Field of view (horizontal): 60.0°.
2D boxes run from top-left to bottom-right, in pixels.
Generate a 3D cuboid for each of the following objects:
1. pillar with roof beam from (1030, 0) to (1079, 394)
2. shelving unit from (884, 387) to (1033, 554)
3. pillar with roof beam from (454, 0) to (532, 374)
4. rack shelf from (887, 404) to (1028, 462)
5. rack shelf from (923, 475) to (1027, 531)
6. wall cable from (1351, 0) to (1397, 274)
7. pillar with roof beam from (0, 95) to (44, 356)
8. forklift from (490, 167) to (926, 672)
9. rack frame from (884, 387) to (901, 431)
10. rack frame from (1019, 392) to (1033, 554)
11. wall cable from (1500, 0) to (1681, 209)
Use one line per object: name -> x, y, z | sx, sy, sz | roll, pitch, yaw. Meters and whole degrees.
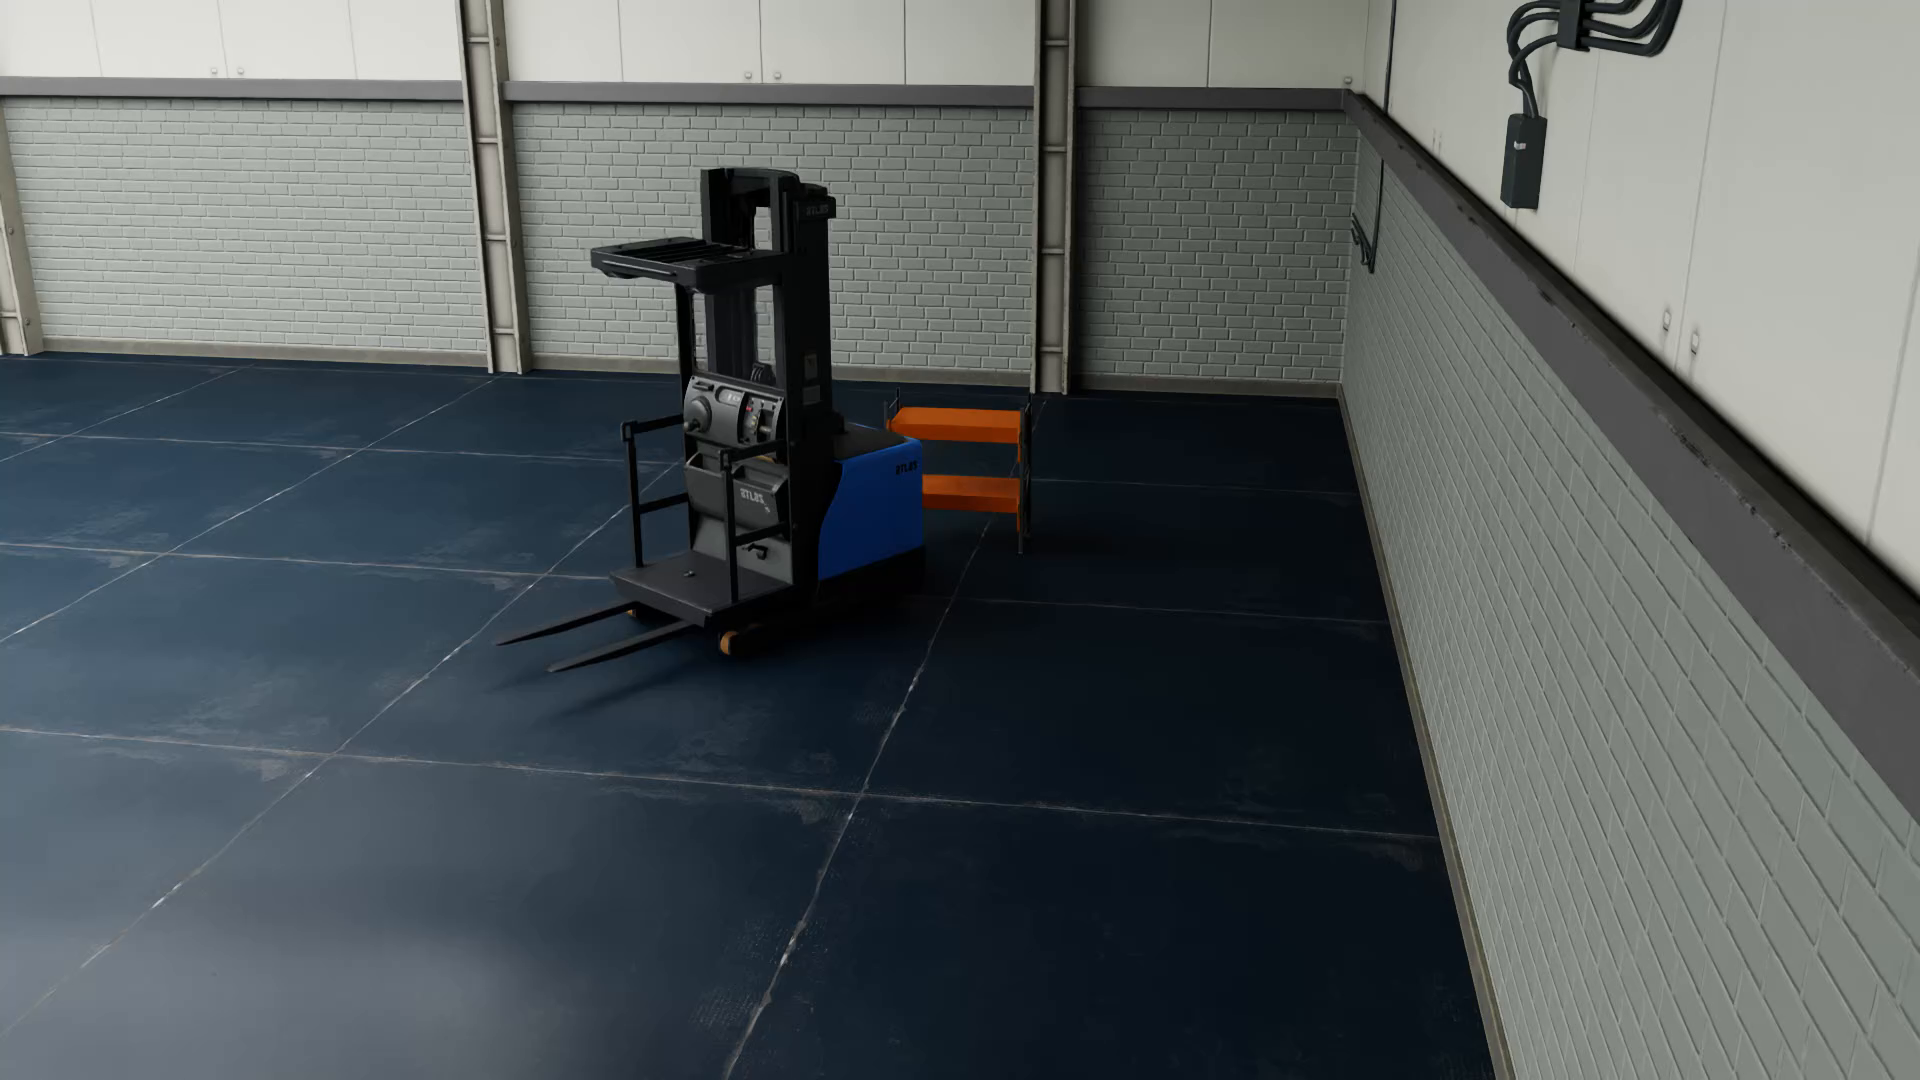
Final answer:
pillar with roof beam -> 0.269, -4.494, 12.053 | 0.400, 9.000, 9.100 | 3, 19, 9
shelving unit -> -0.007, -0.534, 12.626 | 1.048, 1.125, 0.538 | 3, 19, 9
pillar with roof beam -> -5.655, -4.796, 12.956 | 0.400, 9.000, 9.100 | 3, 19, 9
rack shelf -> -0.007, -0.811, 12.533 | 1.000, 0.278, 0.538 | 3, 19, 9
rack shelf -> -0.007, -0.302, 12.703 | 1.000, 0.278, 0.538 | 3, 19, 9
wall cable -> 3.651, -3.808, 14.896 | 0.112, 2.526, 3.097 | 3, 19, 9
pillar with roof beam -> -11.579, -5.098, 13.858 | 0.400, 9.000, 9.100 | 3, 19, 9
forklift -> -1.614, -0.828, 10.658 | 1.130, 2.935, 3.031 | 16, 25, 40
rack frame -> -0.509, -0.559, 12.702 | 0.032, 1.125, 0.500 | 3, 19, 9
rack frame -> 0.495, -0.508, 12.549 | 0.032, 1.125, 0.500 | 3, 19, 9
wall cable -> 2.129, -3.920, 4.977 | 0.169, 6.003, 2.305 | 3, 19, 9
